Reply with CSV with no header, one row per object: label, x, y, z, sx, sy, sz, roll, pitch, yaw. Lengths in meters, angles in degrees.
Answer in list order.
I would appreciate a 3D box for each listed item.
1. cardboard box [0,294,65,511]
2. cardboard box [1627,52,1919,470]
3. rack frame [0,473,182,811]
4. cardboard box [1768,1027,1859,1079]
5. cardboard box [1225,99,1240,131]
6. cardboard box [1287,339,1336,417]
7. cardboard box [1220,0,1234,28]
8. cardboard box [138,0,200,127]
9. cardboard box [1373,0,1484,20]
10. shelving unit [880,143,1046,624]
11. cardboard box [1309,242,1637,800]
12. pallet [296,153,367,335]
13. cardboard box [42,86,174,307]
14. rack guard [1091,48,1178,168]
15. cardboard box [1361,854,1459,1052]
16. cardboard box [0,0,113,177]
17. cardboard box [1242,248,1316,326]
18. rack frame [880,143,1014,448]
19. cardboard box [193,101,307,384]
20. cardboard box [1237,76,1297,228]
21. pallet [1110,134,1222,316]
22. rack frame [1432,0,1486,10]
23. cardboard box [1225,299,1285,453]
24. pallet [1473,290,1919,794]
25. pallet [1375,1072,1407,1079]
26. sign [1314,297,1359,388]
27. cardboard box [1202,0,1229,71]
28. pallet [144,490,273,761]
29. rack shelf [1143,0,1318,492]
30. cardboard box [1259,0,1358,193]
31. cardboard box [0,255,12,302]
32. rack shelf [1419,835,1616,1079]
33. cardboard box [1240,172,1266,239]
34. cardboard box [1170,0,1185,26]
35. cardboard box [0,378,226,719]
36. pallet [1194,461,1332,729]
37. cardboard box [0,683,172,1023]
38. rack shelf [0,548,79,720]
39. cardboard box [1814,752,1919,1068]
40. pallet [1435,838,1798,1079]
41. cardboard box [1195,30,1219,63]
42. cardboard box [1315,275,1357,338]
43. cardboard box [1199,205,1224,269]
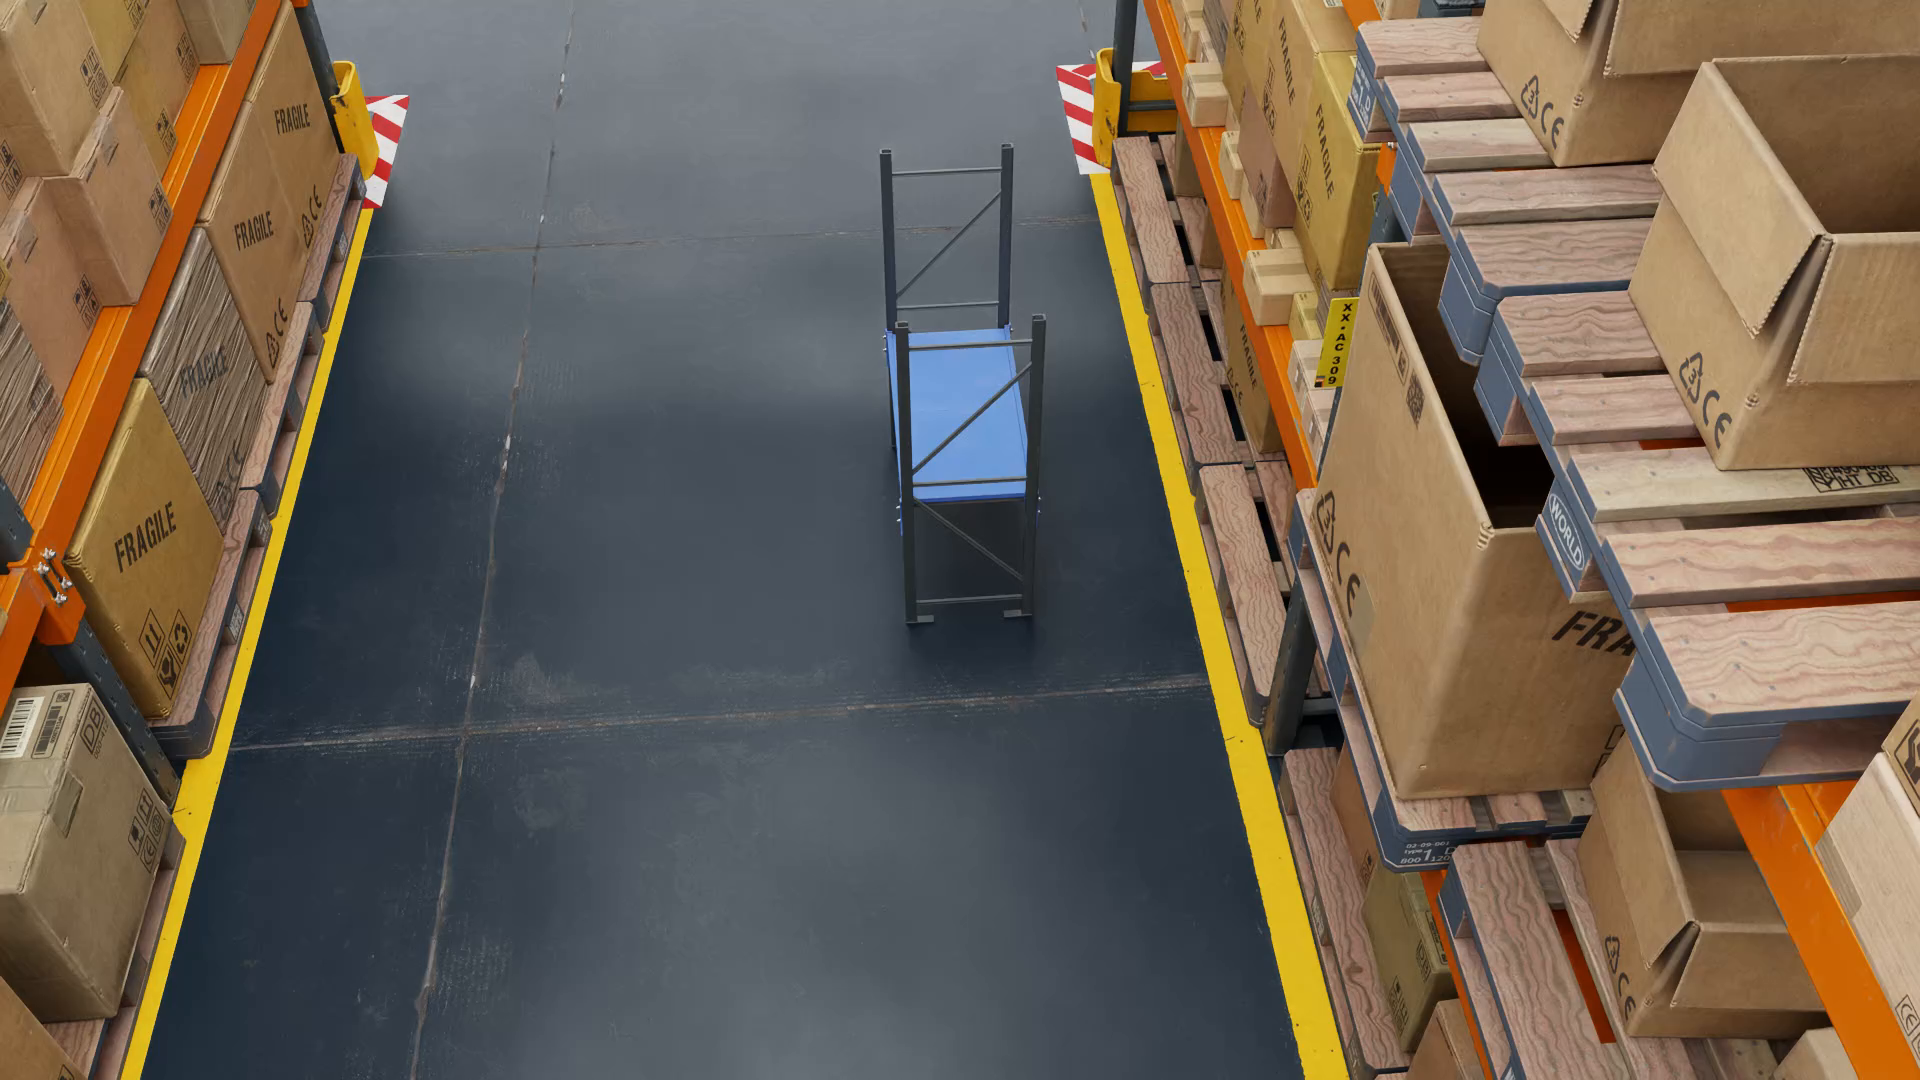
cardboard box,-3.367,-0.393,5.089,0.875,0.550,0.550,-3,47,-3
cardboard box,1.647,-0.487,2.855,0.797,0.503,0.637,-2,47,-2
rack frame,-3.325,-0.075,4.891,1.000,3.000,0.127,-3,47,-3
cardboard box,2.050,1.272,3.430,0.500,0.250,0.500,-5,47,-4
cardboard box,1.260,-1.626,6.534,0.380,0.149,0.250,-3,47,-3
cardboard box,1.304,-0.536,5.501,0.380,0.149,0.250,-3,47,-3
cardboard box,1.192,-2.178,5.921,0.500,0.500,0.500,-3,47,-3
cardboard box,-3.594,-1.945,6.560,0.875,0.550,0.550,-3,47,-3
cardboard box,1.328,-1.597,4.370,0.500,0.250,0.500,-2,47,-2
shelving unit,-0.007,-0.577,6.400,0.538,1.500,1.048,-3,47,-3
cardboard box,1.553,-0.070,4.185,1.000,1.000,1.000,-3,47,-3
pallet,-3.515,-1.436,8.101,1.003,0.211,1.213,-3,47,-3
cardboard box,-3.364,-1.187,5.841,0.875,0.550,0.550,-3,47,-3
rack guard,1.298,-2.283,8.704,1.175,0.500,0.348,-3,47,-3
cardboard box,1.678,1.197,5.106,0.700,0.500,0.500,-4,47,-4
cardboard box,-3.391,-1.557,5.448,0.875,0.550,0.550,-3,47,-3
cardboard box,1.211,-0.894,5.841,0.380,0.149,0.250,-3,47,-3
rack frame,-0.050,-0.945,6.749,0.500,1.500,0.032,-3,47,-3
cardboard box,-3.461,-1.259,7.188,0.875,0.875,0.875,-4,47,-4
cardboard box,1.501,-1.489,5.957,0.875,0.500,0.500,-3,47,-3
pallet,1.331,-1.593,8.250,1.003,0.211,1.213,-3,47,-3
rack frame,1.626,-2.366,2.929,1.000,3.000,0.127,-3,47,-3
cardboard box,1.447,-0.738,6.952,0.500,0.500,0.500,-7,47,-7
pallet,1.662,-0.067,2.947,1.213,0.211,1.003,-3,47,-3
pallet,1.798,2.104,4.749,1.003,0.211,1.213,-3,47,-3
sign,1.086,-0.562,4.757,0.100,0.325,0.005,-3,47,-3
cardboard box,1.471,-2.215,6.645,0.875,0.500,0.500,-3,47,-3
pallet,-3.310,0.329,6.429,1.003,0.211,1.213,-3,47,-3
rack shelf,1.459,-1.503,6.739,1.077,0.370,4.000,-3,47,-3
cardboard box,1.271,-1.454,5.235,0.500,0.500,0.500,-3,47,-3
cardboard box,-3.321,-0.767,4.700,0.875,0.550,0.550,-3,47,-3
rack shelf,1.794,1.391,3.998,1.077,0.370,4.000,-3,47,-3
cardboard box,1.260,-1.262,6.189,0.380,0.149,0.250,-3,47,-3
cardboard box,1.127,-2.347,7.216,0.380,0.149,0.250,-3,47,-3
cardboard box,-3.307,0.052,5.945,0.875,0.875,0.875,-3,47,-3
pallet,1.535,0.172,6.578,1.003,0.211,1.213,-3,47,-3
cardboard box,-3.183,0.998,5.136,1.050,0.750,0.750,-4,47,-3
rack shelf,-3.157,1.620,3.782,1.077,0.370,4.000,-3,47,-3
cardboard box,1.583,0.560,2.327,0.500,0.250,0.500,-2,47,-2
pallet,1.755,1.227,3.790,1.003,0.211,1.213,-3,47,-3
cardboard box,1.189,-1.986,6.875,0.380,0.149,0.250,-3,47,-3
cardboard box,1.650,-0.769,5.275,0.875,0.500,0.500,-3,47,-3
cardboard box,1.411,-1.599,7.767,0.500,0.500,0.500,8,47,7
